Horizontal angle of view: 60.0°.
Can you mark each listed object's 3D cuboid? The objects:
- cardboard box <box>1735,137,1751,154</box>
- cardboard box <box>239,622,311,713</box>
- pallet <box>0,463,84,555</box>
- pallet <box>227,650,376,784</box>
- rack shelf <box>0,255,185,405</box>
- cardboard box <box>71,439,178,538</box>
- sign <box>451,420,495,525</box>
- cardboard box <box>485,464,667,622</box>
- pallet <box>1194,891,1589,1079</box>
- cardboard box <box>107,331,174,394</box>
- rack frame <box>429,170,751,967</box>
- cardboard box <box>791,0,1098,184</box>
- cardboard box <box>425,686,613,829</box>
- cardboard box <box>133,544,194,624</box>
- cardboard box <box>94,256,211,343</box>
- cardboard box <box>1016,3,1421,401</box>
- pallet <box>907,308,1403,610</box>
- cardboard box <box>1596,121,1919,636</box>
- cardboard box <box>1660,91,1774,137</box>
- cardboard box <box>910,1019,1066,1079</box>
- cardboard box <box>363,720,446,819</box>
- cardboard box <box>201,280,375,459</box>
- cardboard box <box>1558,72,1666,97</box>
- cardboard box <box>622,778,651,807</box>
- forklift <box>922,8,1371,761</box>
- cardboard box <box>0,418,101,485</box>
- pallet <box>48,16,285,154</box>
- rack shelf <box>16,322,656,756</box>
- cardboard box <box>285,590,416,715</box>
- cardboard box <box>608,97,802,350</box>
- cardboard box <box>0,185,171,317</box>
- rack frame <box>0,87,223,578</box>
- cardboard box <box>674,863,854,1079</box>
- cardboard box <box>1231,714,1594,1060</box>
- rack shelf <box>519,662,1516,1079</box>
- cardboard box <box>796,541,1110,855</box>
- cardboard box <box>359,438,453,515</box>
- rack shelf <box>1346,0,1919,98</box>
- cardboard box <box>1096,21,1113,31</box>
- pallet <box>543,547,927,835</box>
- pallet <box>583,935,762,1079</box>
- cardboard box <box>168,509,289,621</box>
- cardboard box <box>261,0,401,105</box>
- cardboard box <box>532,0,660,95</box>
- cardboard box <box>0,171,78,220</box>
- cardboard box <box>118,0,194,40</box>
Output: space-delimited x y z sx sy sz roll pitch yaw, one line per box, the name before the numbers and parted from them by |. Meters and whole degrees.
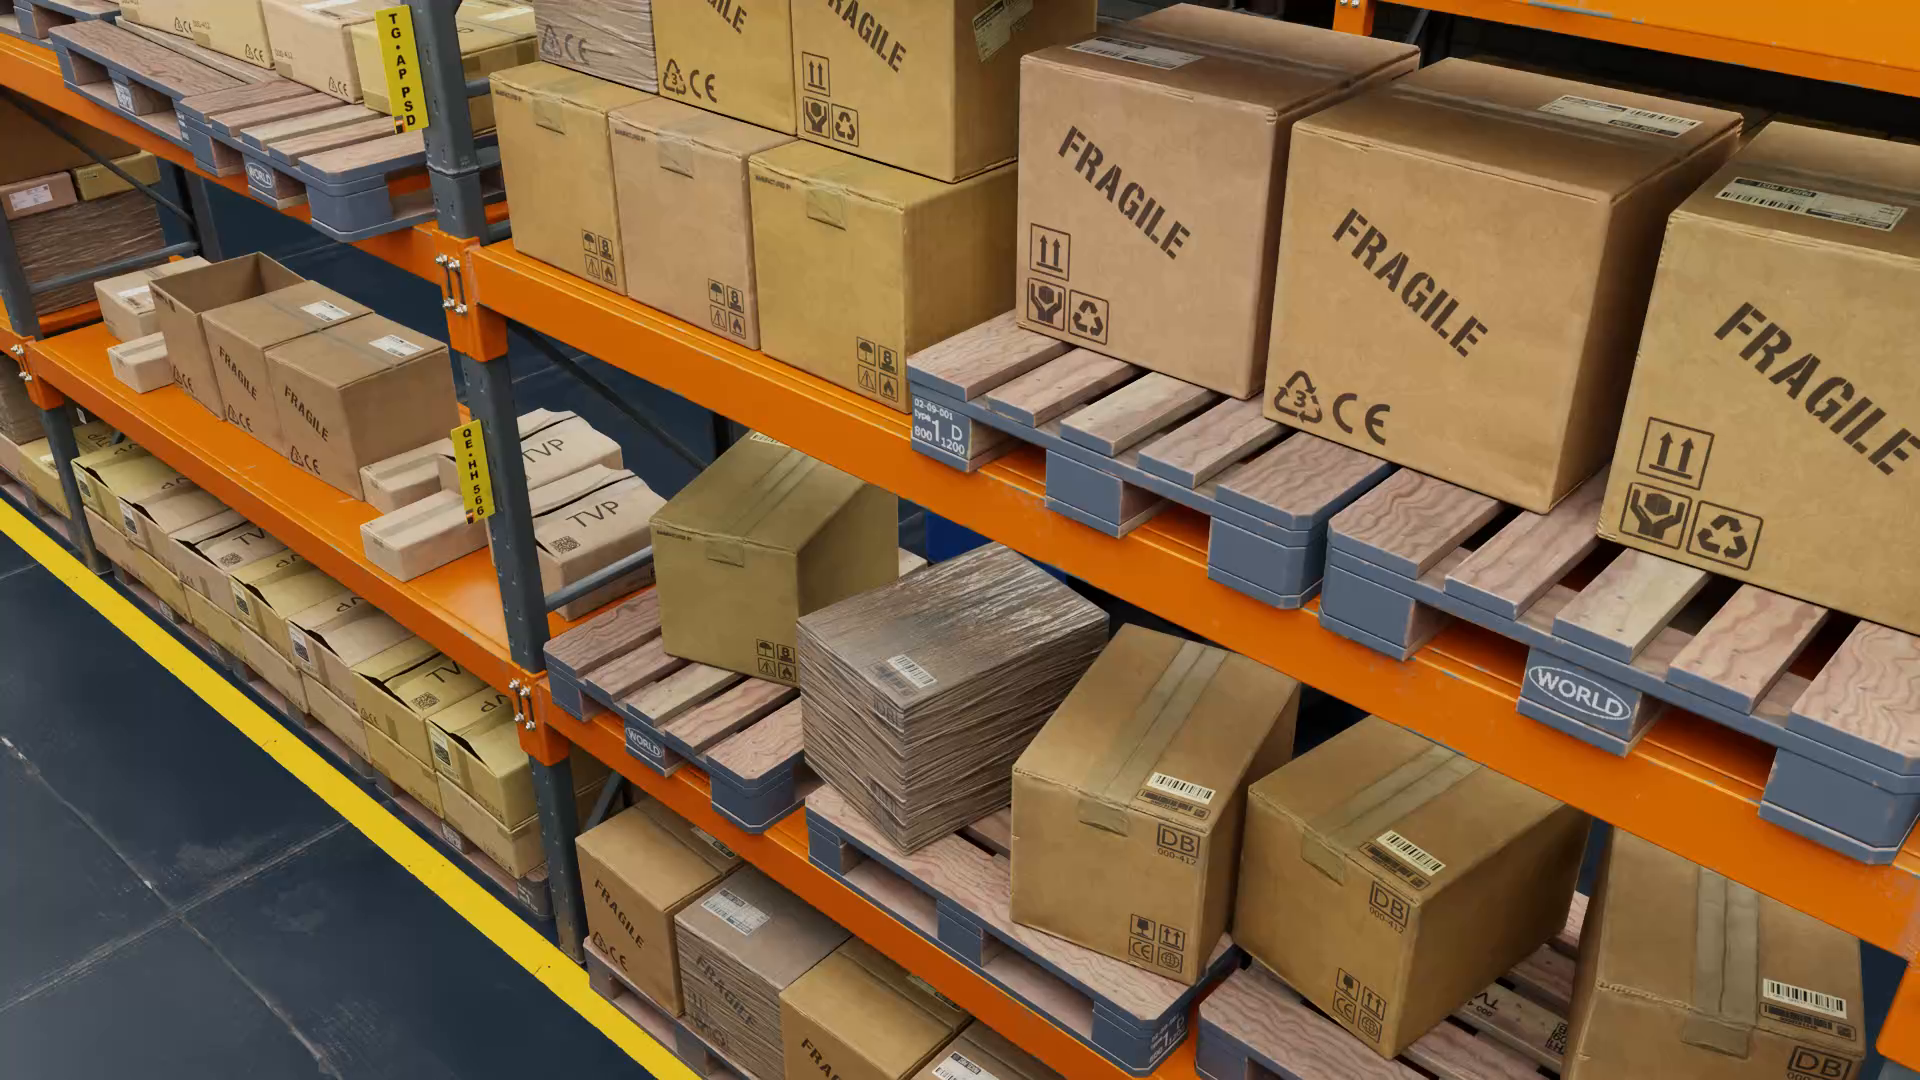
cardboard box | 3.530 -1.531 7.252 0.500 0.250 0.500 24 39 34
cardboard box | -2.802 0.458 7.340 0.500 0.250 0.500 26 40 36
pallet | -4.637 -0.403 9.215 1.213 0.211 1.003 25 39 35
pallet | -2.595 0.550 7.631 1.213 0.211 1.003 25 39 35
rack shelf | -5.559 -1.691 9.347 4.000 0.370 1.077 25 39 35
cardboard box | -3.936 -0.310 8.072 0.500 0.311 0.500 25 39 35
sign | -1.480 -0.205 5.059 0.005 0.325 0.100 25 39 35
cardboard box | -1.350 -0.027 5.972 0.500 0.311 0.500 -27 40 -37
pallet | 1.336 1.226 3.991 1.213 0.211 1.003 25 39 35
cardboard box | -3.556 -0.814 7.438 0.250 0.149 0.380 25 39 35
rack frame | -1.110 0.078 5.712 0.127 3.000 1.000 25 39 35
cardboard box | -0.035 -1.172 3.814 0.500 0.500 0.500 25 39 35
cardboard box | -1.664 0.748 6.313 0.500 0.311 0.500 26 40 36
cardboard box | -3.565 0.103 7.929 0.500 0.250 0.500 26 40 36
cardboard box | -3.681 -1.089 7.795 0.500 0.250 0.500 -27 40 -37
cardboard box | 0.541 -0.752 3.581 0.600 0.600 0.600 23 38 33
pallet | 0.648 -0.353 3.701 1.003 0.211 1.213 25 39 35
cardboard box | 1.532 -0.291 2.816 0.600 0.600 0.600 21 37 31
cardboard box | 3.481 -1.901 7.867 0.500 0.250 0.500 24 38 34
cardboard box | 0.187 1.760 4.915 0.500 0.500 0.500 24 38 34
cardboard box | -2.048 0.810 6.755 0.500 0.250 0.500 25 39 35
cardboard box | -2.755 -0.722 6.944 0.500 0.500 0.500 25 39 35
cardboard box | 3.103 -2.080 8.164 0.500 0.250 0.500 24 38 34
cardboard box | -1.301 0.782 6.801 0.500 0.250 0.500 25 39 35
forklift | 1.151 -0.514 6.762 1.130 2.935 3.031 -23 38 -34
cardboard box | -4.930 -0.562 9.034 0.500 0.250 0.500 25 39 35
pallet | -2.504 -1.713 5.962 1.213 0.211 1.003 27 40 37
rack shelf | -2.593 -0.306 7.048 4.000 0.370 1.077 25 39 35
cardboard box | -2.426 0.395 6.900 0.500 0.311 0.500 25 39 35
cardboard box | -0.386 -0.936 4.390 0.500 0.500 0.910 25 39 35
cardboard box | -4.409 -1.501 8.237 0.500 0.500 0.700 24 38 34
rack frame | -4.076 -1.307 8.012 0.127 3.000 1.000 25 39 35
cardboard box | -0.572 1.406 5.503 0.500 0.500 0.500 23 38 33
cardboard box | 1.102 0.776 4.048 0.700 0.500 0.500 -22 38 -32
rack shelf | 0.373 1.078 4.748 4.000 0.370 1.077 25 39 35
cardboard box | -0.017 0.419 4.641 0.700 0.500 0.500 -21 37 -31
cardboard box | -2.093 -0.234 6.475 0.380 0.149 0.250 -26 40 -36
rack shelf | 3.694 -2.103 7.123 4.000 0.370 1.077 25 39 35
cardboard box | 0.519 -2.832 10.023 0.700 0.500 0.500 -23 38 -33
pallet | -0.560 0.368 5.417 1.003 0.211 1.213 25 39 35
pallet | -0.582 1.545 5.978 1.213 0.211 1.003 25 39 35
cardboard box | -3.184 0.043 7.485 0.500 0.311 0.500 24 38 34
cardboard box | -1.885 -1.633 5.384 0.500 0.250 0.500 26 40 36
cardboard box | -0.791 -1.525 4.400 0.500 0.500 0.500 25 39 35
cardboard box | -4.421 -1.640 7.839 0.250 0.149 0.380 25 39 35
cardboard box | -2.699 -2.022 6.031 0.500 0.250 0.500 21 37 31
